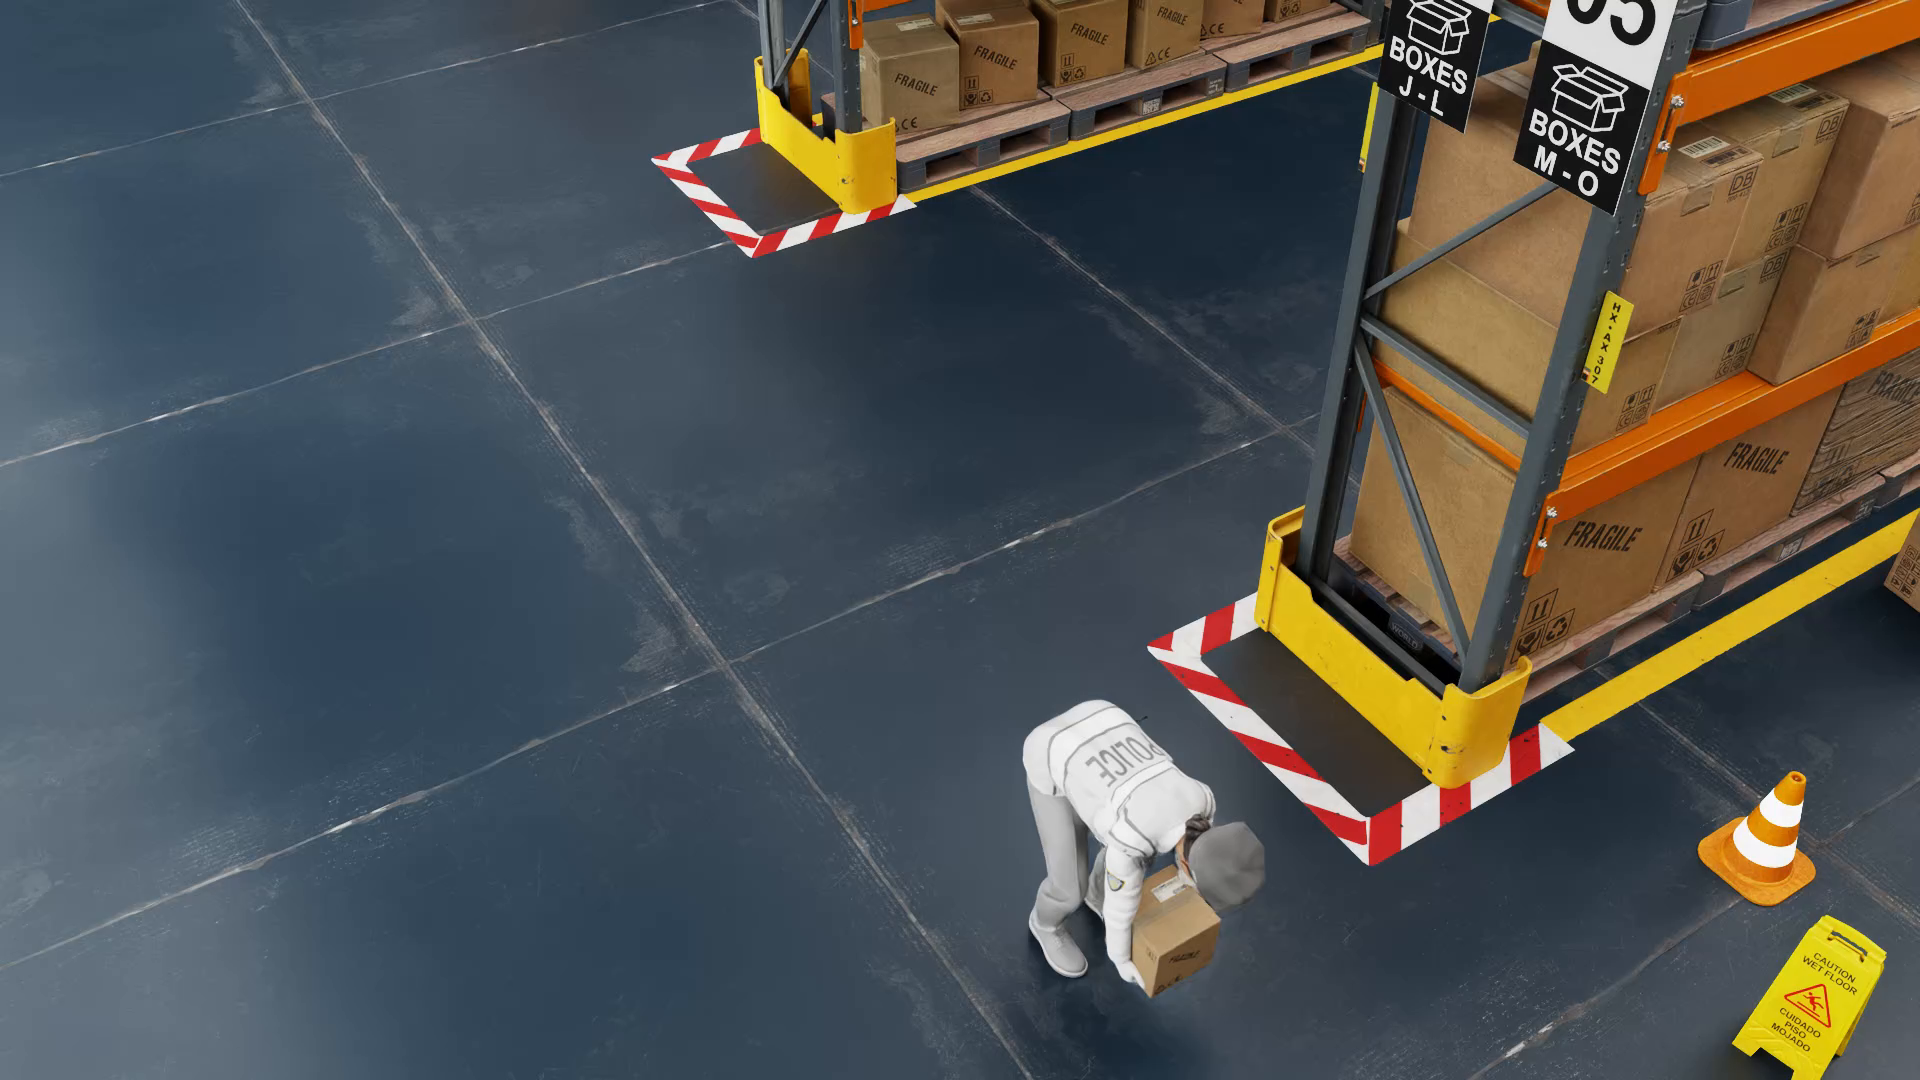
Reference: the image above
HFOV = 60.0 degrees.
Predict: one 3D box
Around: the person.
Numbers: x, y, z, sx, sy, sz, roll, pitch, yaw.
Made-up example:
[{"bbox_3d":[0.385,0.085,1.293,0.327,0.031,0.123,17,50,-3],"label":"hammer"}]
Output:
[{"bbox_3d":[0.561,1.081,5.341,0.417,1.108,0.926,-24,47,-25],"label":"person"}]
